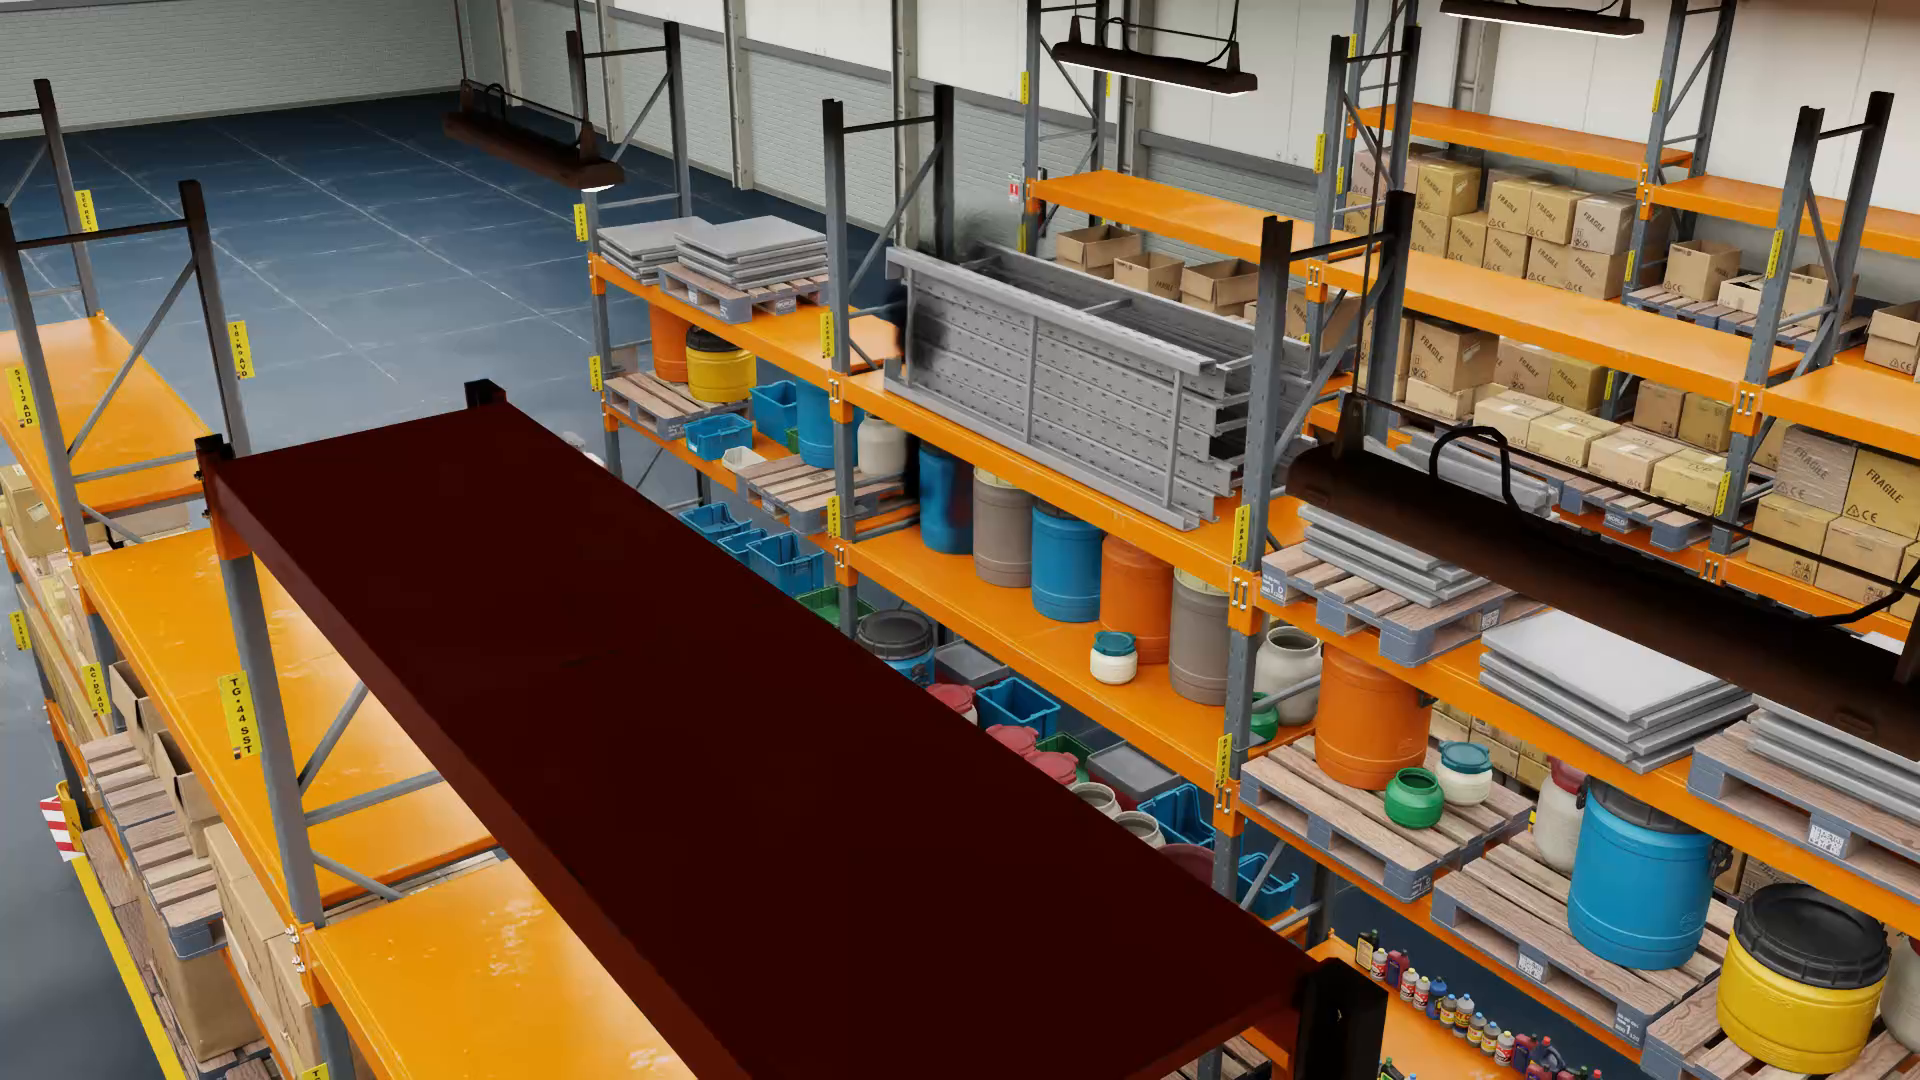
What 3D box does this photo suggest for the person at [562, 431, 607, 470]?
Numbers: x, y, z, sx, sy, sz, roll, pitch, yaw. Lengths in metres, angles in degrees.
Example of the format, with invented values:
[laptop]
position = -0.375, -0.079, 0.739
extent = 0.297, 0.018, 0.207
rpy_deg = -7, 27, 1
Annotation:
[person]
position = -3.942, -0.263, 17.487
extent = 0.728, 1.859, 0.662
rpy_deg = -1, 25, -3
